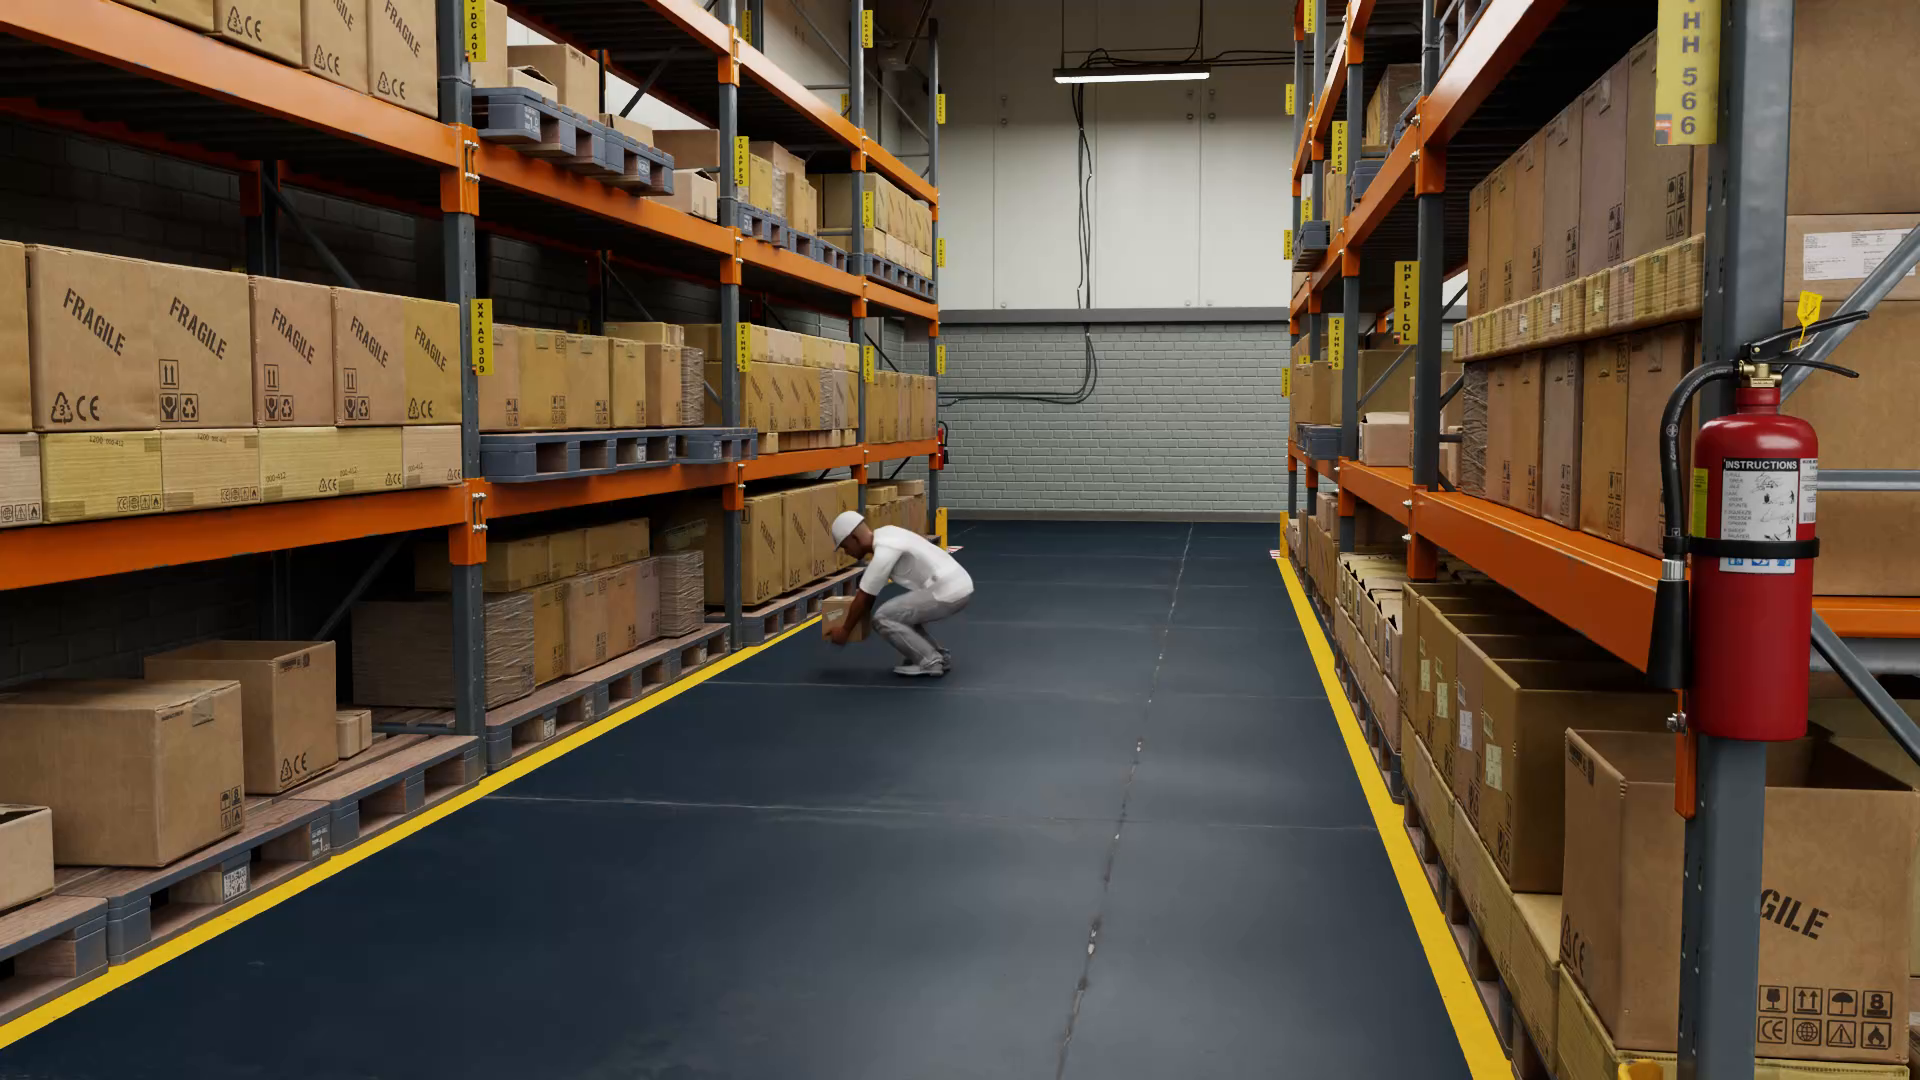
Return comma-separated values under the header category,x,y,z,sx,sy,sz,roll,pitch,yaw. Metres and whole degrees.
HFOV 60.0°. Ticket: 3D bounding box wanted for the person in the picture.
category,x,y,z,sx,sy,sz,roll,pitch,yaw
person,-0.384,0.325,10.265,0.902,1.008,0.540,1,4,7
